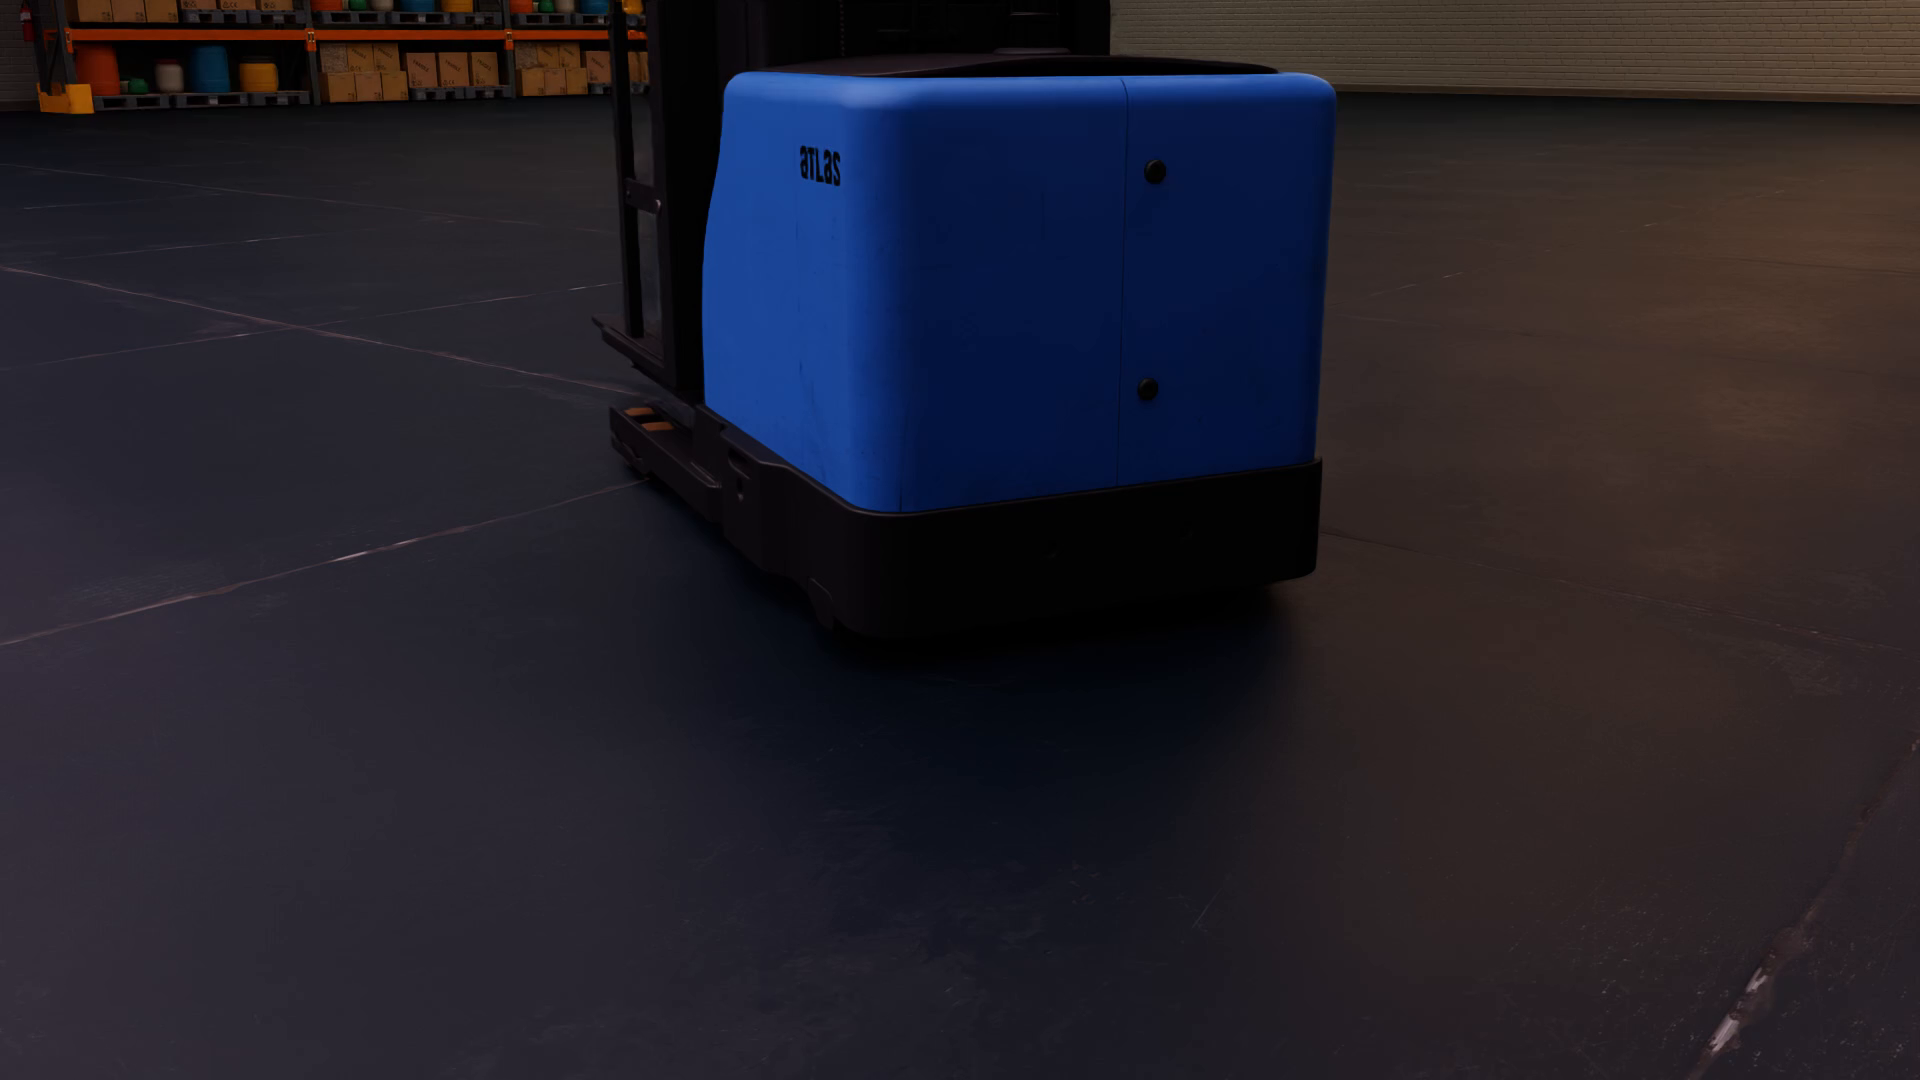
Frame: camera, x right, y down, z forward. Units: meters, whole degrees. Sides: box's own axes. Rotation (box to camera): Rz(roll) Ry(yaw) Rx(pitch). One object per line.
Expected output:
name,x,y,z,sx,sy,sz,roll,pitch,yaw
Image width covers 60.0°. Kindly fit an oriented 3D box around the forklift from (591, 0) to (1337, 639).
forklift,-0.324,-1.602,4.174,1.130,2.935,3.031,-8,18,-24
